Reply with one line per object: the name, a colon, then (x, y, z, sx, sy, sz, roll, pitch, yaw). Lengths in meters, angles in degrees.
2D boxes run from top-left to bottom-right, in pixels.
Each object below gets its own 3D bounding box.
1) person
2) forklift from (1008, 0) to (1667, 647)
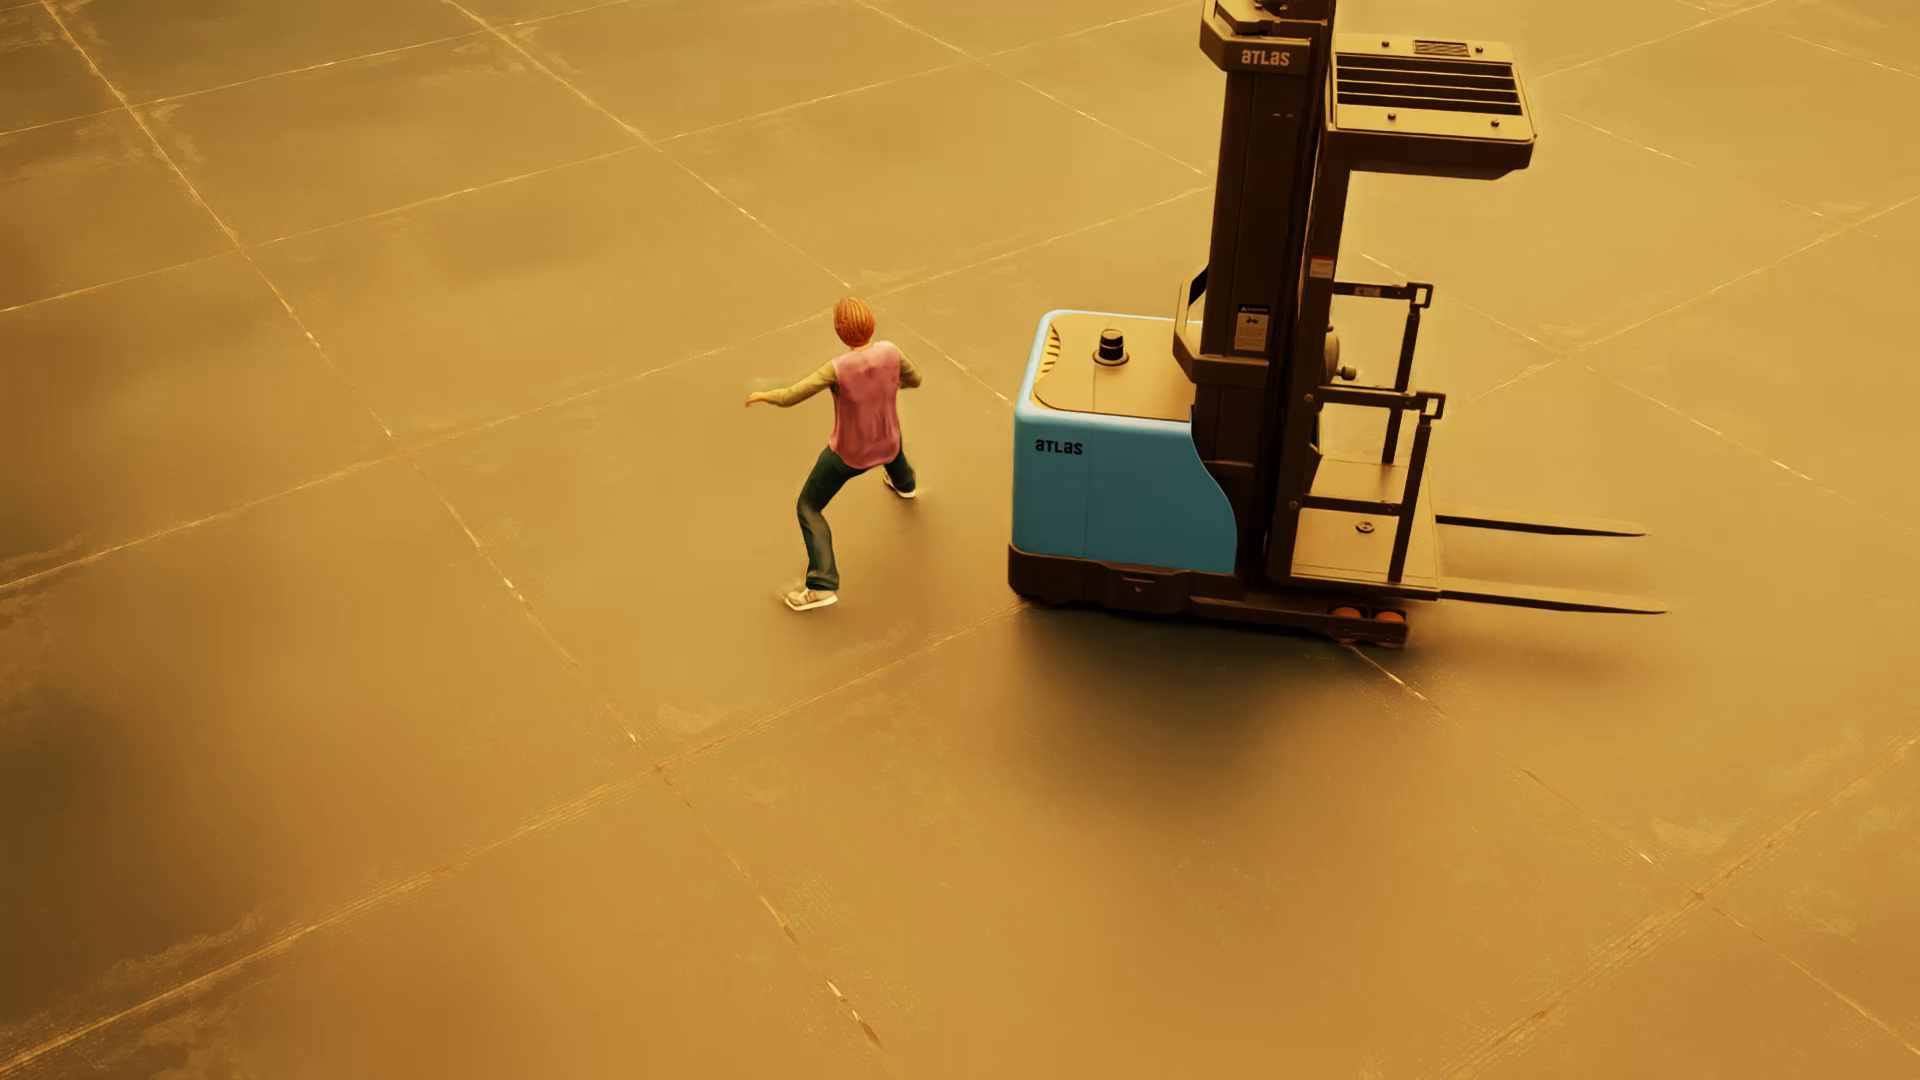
person: (-0.542, -0.542, 7.964, 0.986, 1.430, 0.909, -19, 40, -24)
forklift: (1.797, -1.022, 7.327, 3.031, 2.935, 1.130, 6, 37, 8)
